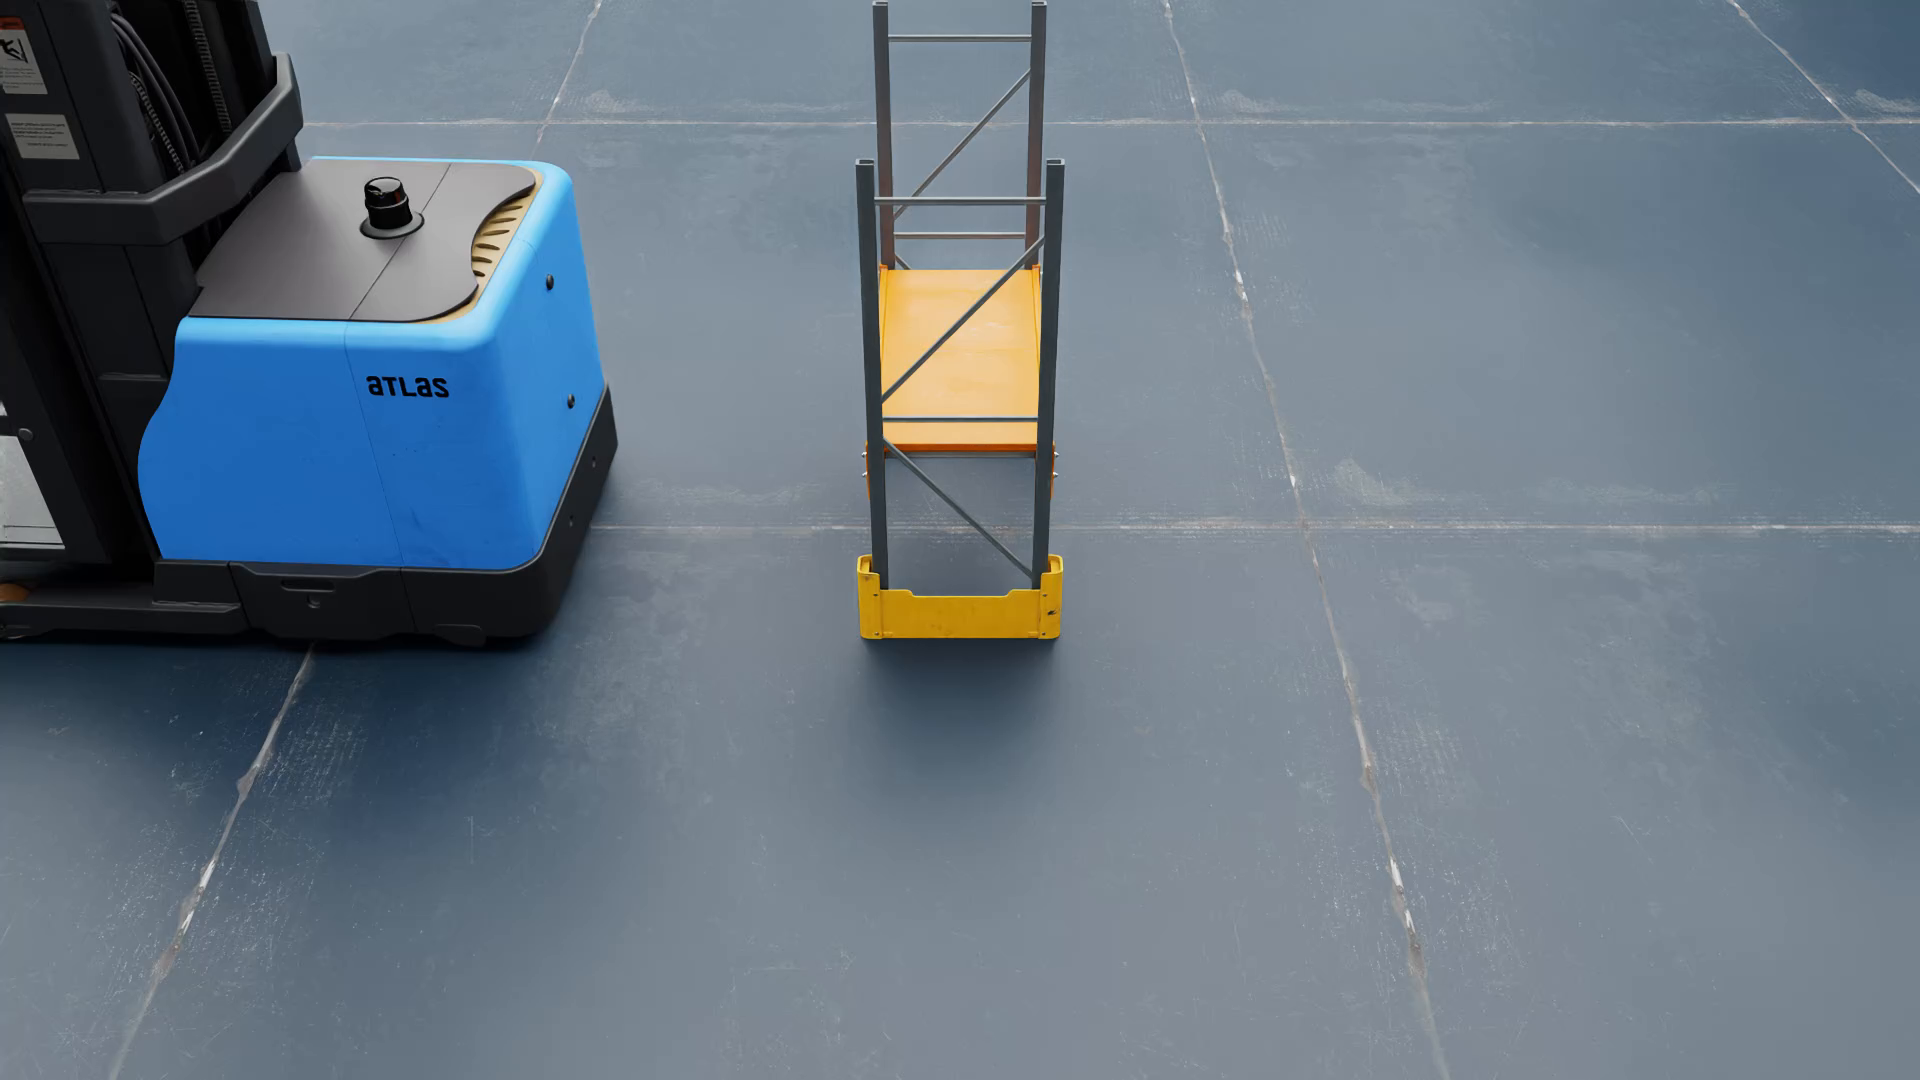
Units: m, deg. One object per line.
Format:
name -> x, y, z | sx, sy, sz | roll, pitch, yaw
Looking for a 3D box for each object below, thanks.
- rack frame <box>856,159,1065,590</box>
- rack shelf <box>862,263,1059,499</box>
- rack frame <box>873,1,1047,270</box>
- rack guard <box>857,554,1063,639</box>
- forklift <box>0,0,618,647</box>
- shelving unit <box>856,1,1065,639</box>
rack frame -> 0.000, -0.321, 4.451 | 0.500, 1.500, 0.032 | 0, 39, 0
rack shelf -> 0.000, -0.498, 4.960 | 0.538, 0.185, 1.000 | 0, 39, 0
rack frame -> -0.001, -0.956, 5.244 | 0.500, 1.500, 0.032 | 0, 39, 0
rack guard -> 0.000, 0.166, 4.843 | 0.587, 0.250, 0.087 | 0, 39, 0
forklift -> -2.672, -1.182, 4.381 | 3.031, 2.935, 1.130 | 2, 39, 2
shelving unit -> 0.000, -0.633, 4.840 | 0.587, 1.500, 1.083 | 0, 39, 0
